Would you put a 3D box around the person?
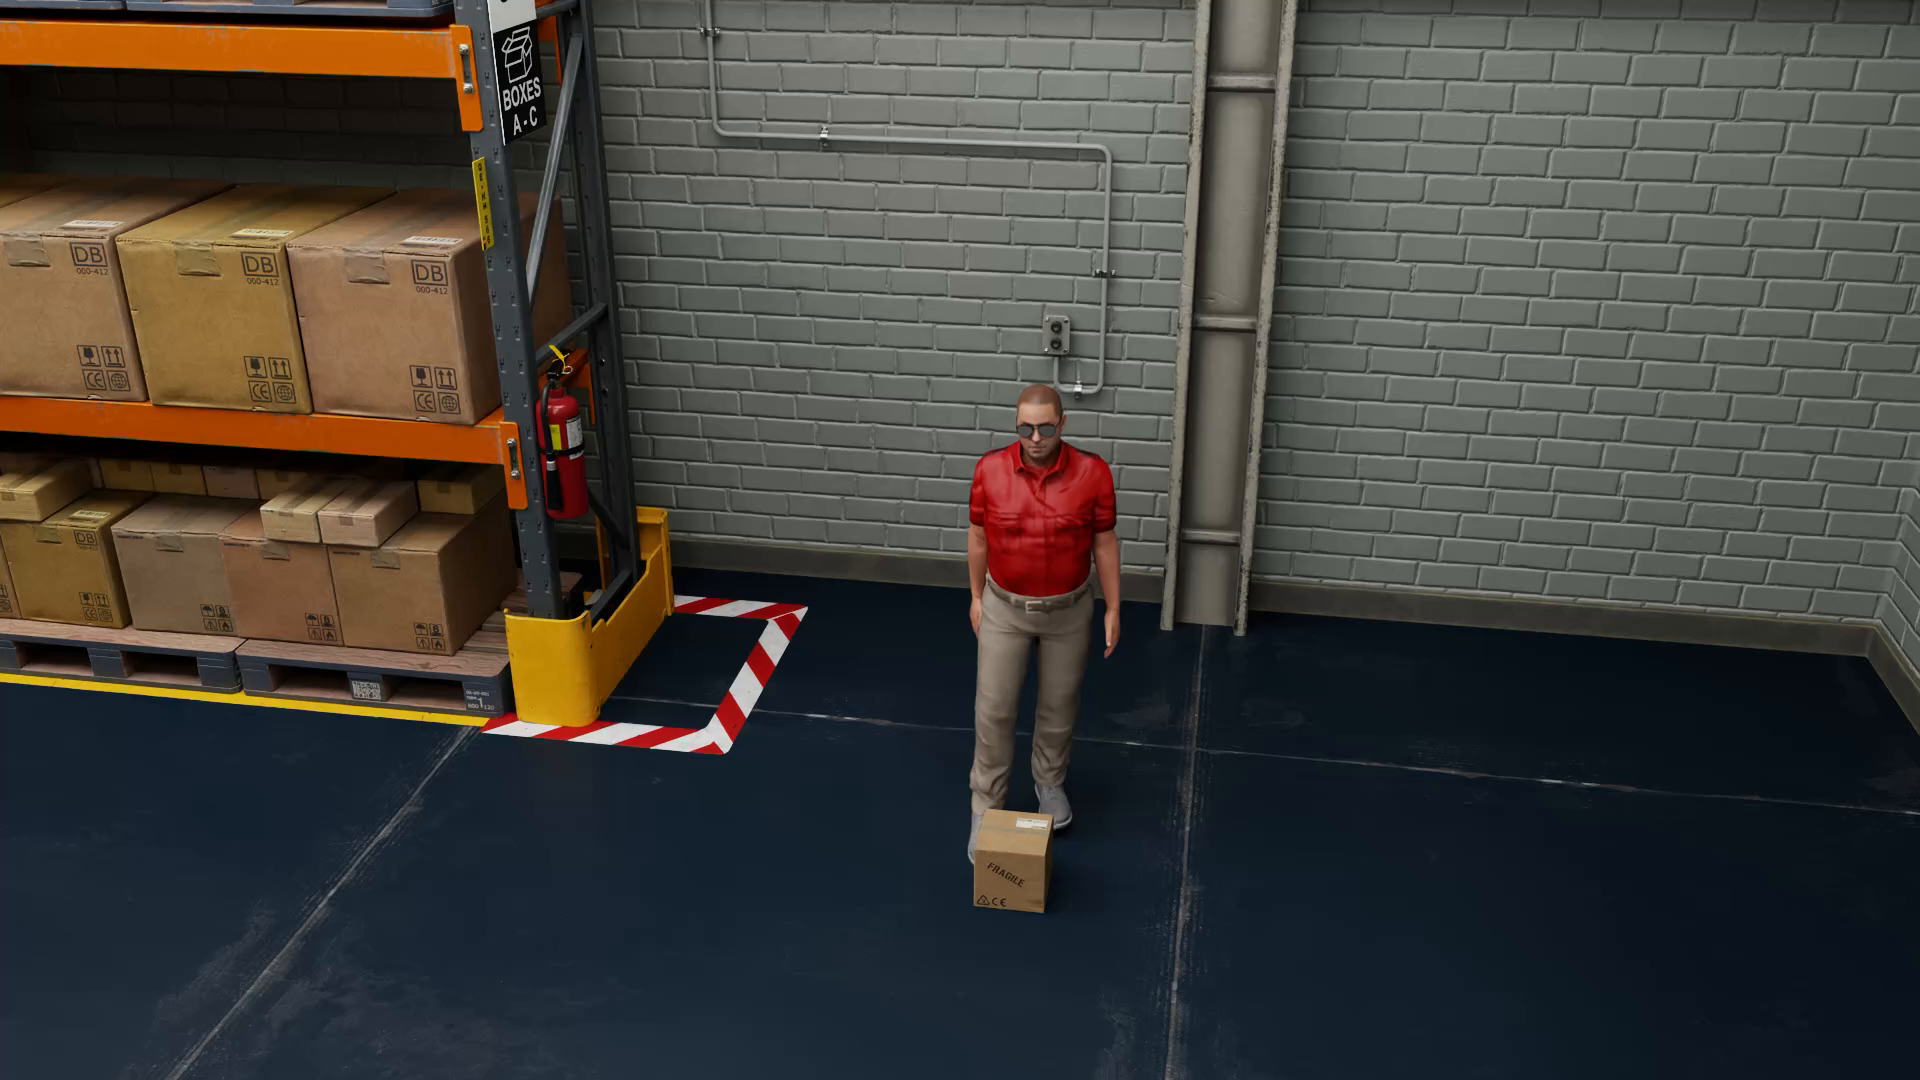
[{"bbox_3d":[0.304,0.312,5.952,0.559,1.739,0.559,0,25,1],"label":"person"}]
